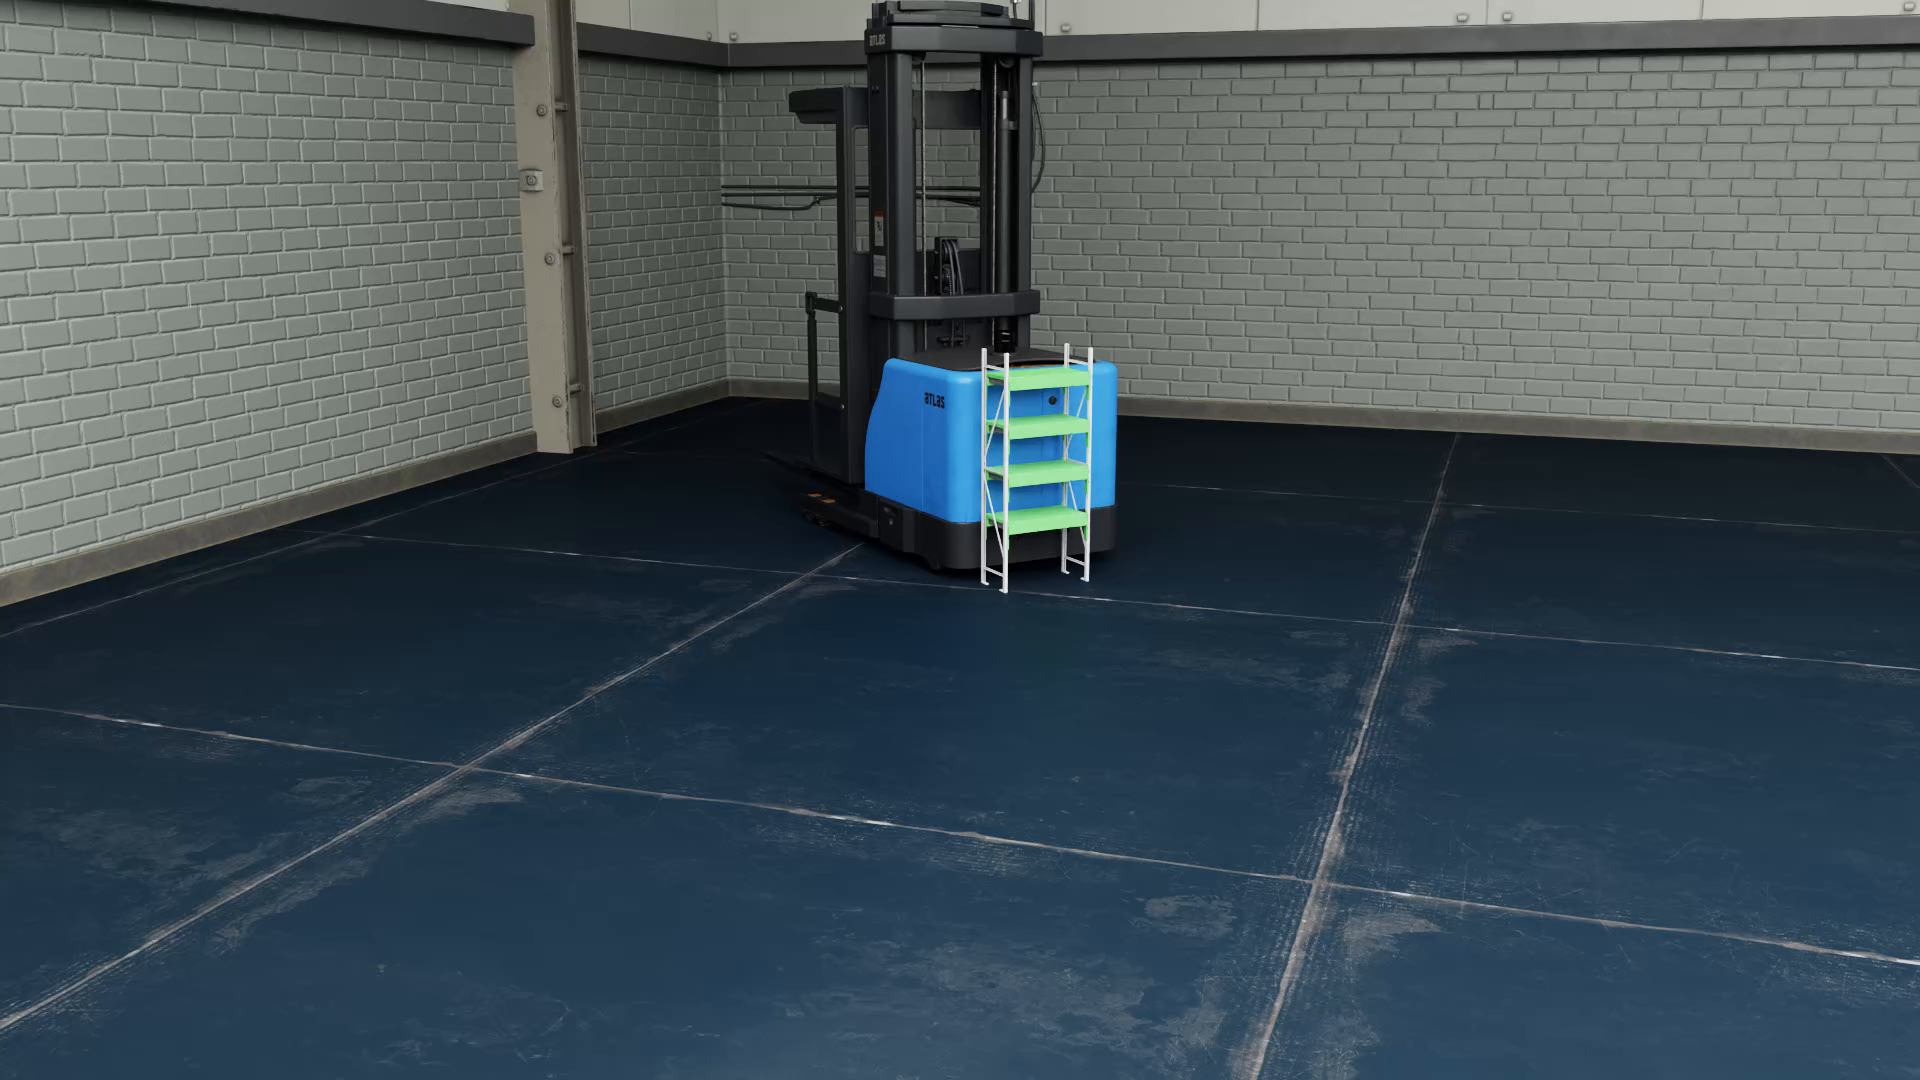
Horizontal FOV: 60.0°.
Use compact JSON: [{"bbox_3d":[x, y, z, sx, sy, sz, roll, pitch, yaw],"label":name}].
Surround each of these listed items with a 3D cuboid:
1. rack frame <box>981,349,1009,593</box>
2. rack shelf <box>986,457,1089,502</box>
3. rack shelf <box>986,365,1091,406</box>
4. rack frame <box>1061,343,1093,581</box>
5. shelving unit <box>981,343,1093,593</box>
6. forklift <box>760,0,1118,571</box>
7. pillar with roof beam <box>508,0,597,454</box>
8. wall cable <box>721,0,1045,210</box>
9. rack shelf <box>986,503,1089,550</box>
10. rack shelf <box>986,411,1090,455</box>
[{"bbox_3d":[0.172,-0.343,8.294,0.015,1.200,0.240,-7,15,-28],"label":"rack frame"},{"bbox_3d":[0.385,-0.307,8.424,0.480,0.148,0.258,-7,15,-28],"label":"rack shelf"},{"bbox_3d":[0.385,-0.775,8.318,0.480,0.148,0.258,-7,15,-28],"label":"rack shelf"},{"bbox_3d":[0.598,-0.396,8.526,0.015,1.200,0.240,-7,15,-28],"label":"rack frame"},{"bbox_3d":[0.385,-0.369,8.410,0.503,1.200,0.258,-7,15,-28],"label":"shelving unit"},{"bbox_3d":[-0.307,-1.552,9.699,1.130,2.935,3.031,-7,15,-28],"label":"forklift"},{"bbox_3d":[1.107,-4.768,10.156,9.100,9.000,0.400,4,14,18],"label":"pillar with roof beam"},{"bbox_3d":[-0.762,-4.089,14.160,3.097,2.526,0.112,4,14,18],"label":"wall cable"},{"bbox_3d":[0.385,-0.073,8.478,0.480,0.148,0.258,-7,15,-28],"label":"rack shelf"},{"bbox_3d":[0.385,-0.541,8.371,0.480,0.148,0.258,-7,15,-28],"label":"rack shelf"}]
